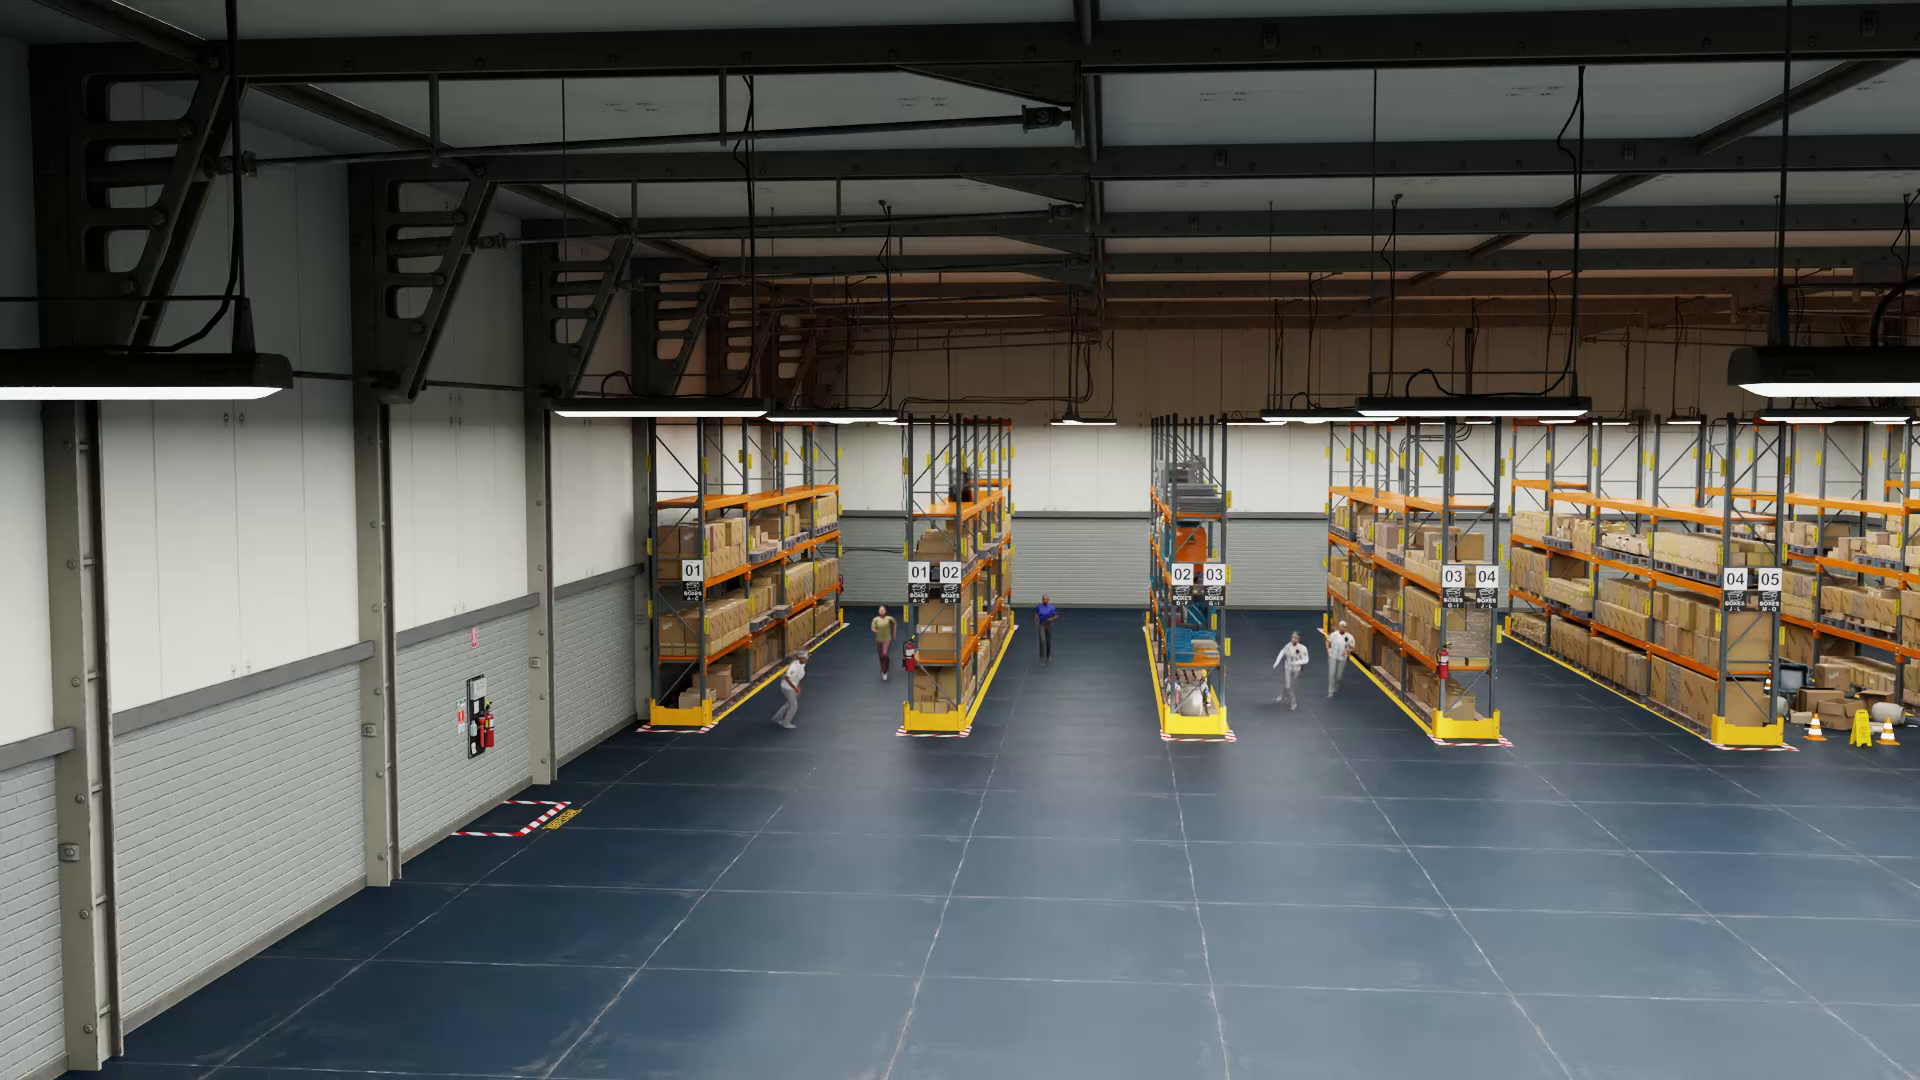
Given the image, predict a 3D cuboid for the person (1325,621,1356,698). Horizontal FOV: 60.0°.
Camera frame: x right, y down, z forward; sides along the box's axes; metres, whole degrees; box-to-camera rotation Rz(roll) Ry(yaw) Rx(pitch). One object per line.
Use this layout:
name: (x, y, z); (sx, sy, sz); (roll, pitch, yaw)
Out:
person: (8.133, 2.539, 35.563); (0.647, 1.634, 0.714); (1, 4, 20)

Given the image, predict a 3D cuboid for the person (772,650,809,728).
person: (-3.240, 2.835, 31.718); (0.833, 1.518, 0.595); (1, 4, 14)

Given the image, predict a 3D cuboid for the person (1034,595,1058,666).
person: (2.086, 2.166, 40.376); (0.582, 1.704, 0.804); (0, 4, 3)

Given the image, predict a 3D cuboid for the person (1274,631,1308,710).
person: (6.785, 2.649, 34.047); (0.711, 1.632, 0.619); (1, 4, 17)

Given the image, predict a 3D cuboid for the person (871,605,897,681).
person: (-1.754, 2.337, 37.961); (0.529, 1.713, 0.786); (1, 4, 11)
